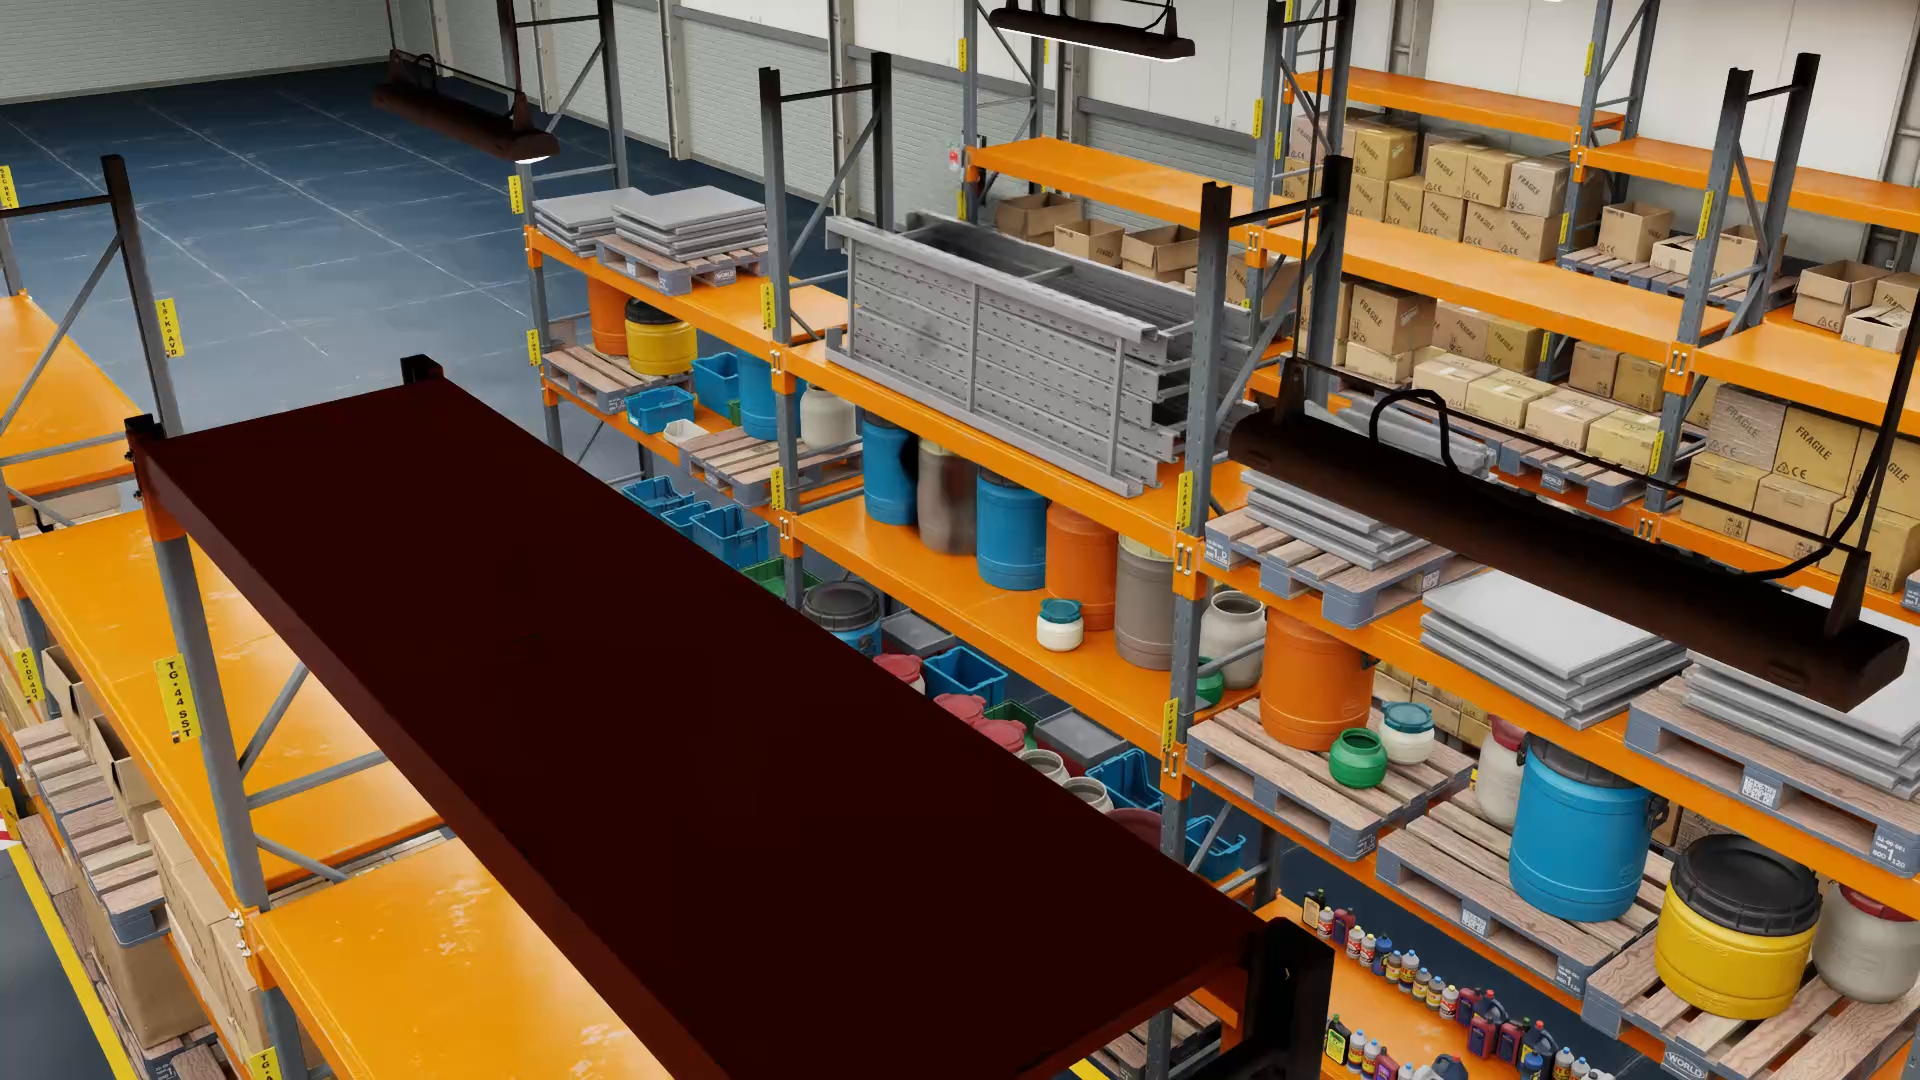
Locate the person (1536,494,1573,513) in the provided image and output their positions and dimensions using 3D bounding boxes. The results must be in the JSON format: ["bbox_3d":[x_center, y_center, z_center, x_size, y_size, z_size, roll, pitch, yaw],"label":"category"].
[{"bbox_3d":[5.972,-0.155,16.629,0.702,1.726,0.598,-24,34,-39],"label":"person"}]
